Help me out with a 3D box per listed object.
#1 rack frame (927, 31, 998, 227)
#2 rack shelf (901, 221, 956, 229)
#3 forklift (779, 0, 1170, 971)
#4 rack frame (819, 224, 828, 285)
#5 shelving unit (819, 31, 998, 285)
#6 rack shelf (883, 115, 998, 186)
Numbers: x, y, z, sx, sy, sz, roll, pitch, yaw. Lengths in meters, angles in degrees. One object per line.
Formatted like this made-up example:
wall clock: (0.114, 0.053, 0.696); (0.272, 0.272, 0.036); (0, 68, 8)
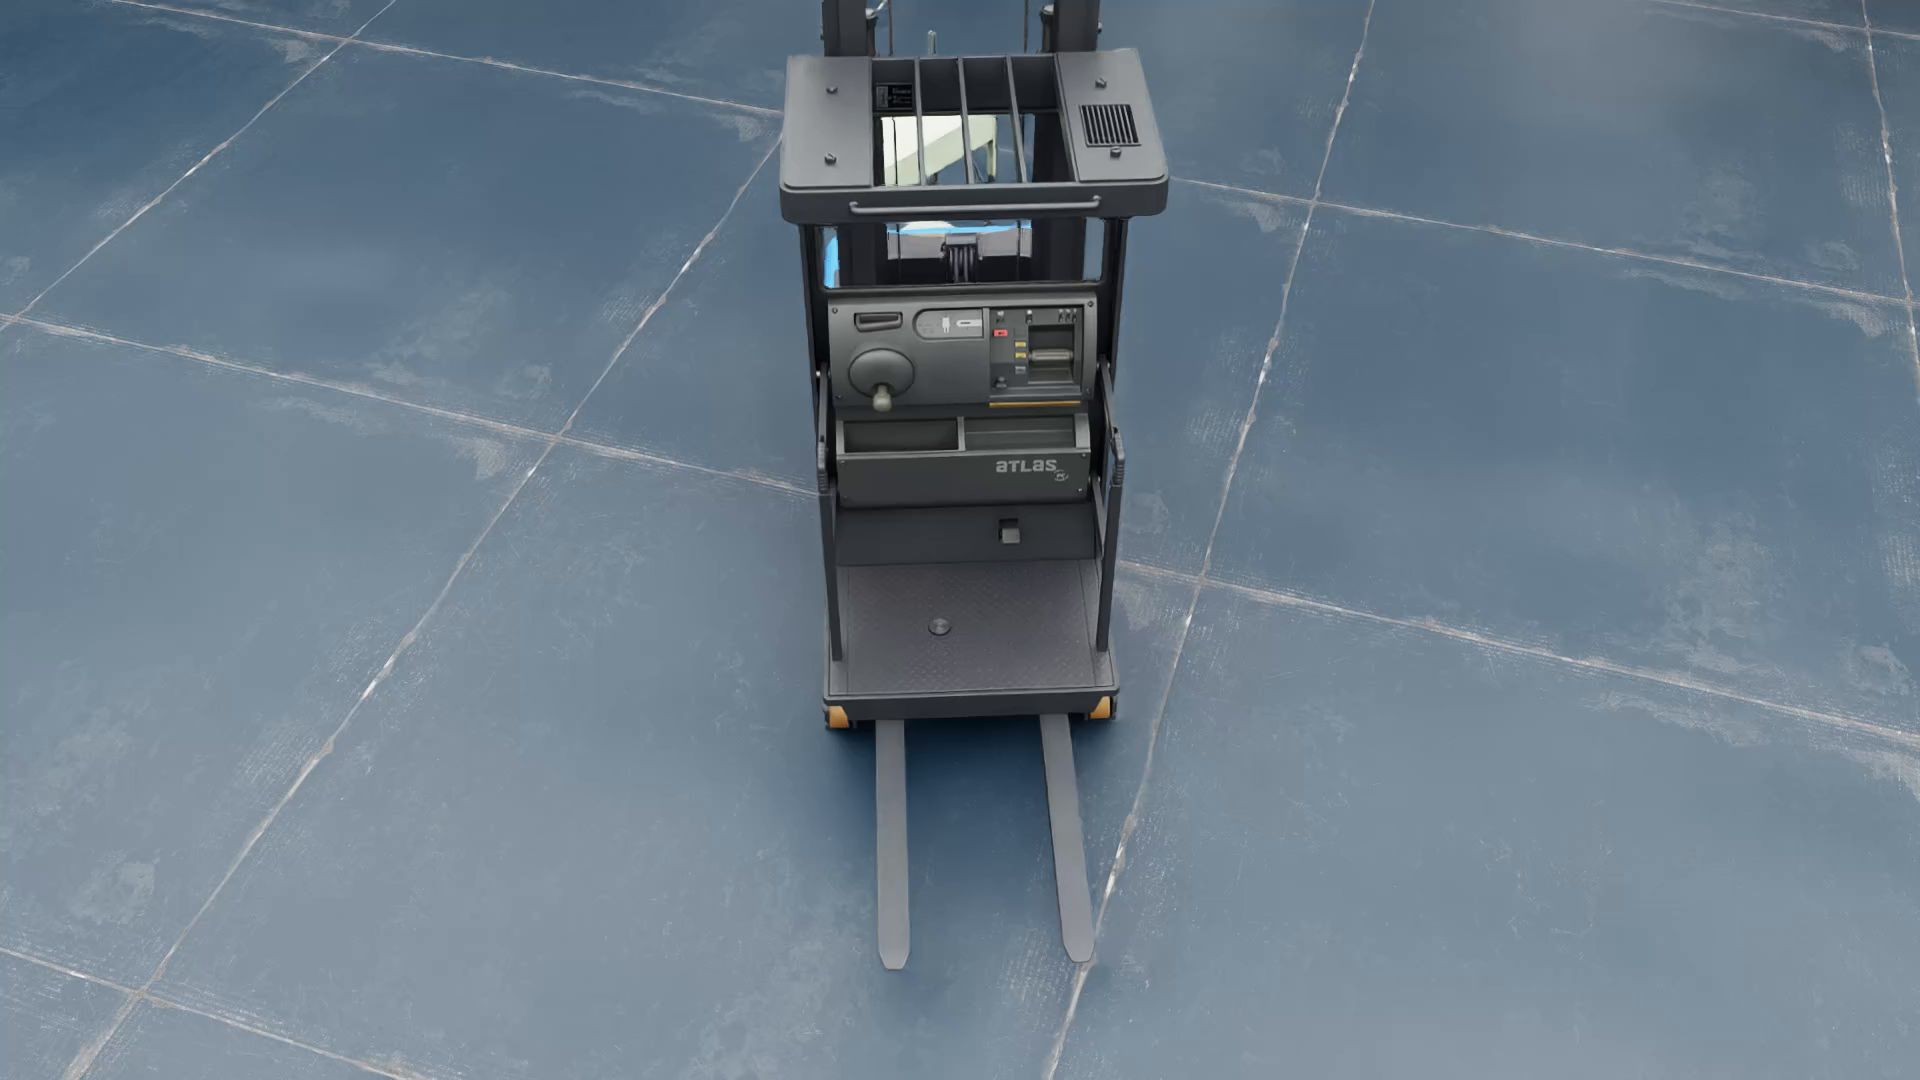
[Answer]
rack frame: (0.012, -1.596, 7.708); (0.400, 1.500, 0.023); (32, 53, 29)
rack shelf: (-0.234, -1.174, 7.742); (0.431, 0.370, 0.720); (32, 53, 29)
forklift: (0.023, -0.560, 5.626); (1.130, 2.935, 3.031); (-2, 44, -2)
rack frame: (-0.481, -1.218, 7.321); (0.400, 1.500, 0.023); (32, 53, 29)
shelving unit: (-0.234, -1.407, 7.514); (0.431, 1.500, 0.755); (32, 53, 29)
rack shelf: (-0.234, -1.686, 7.242); (0.431, 0.370, 0.720); (32, 53, 29)
